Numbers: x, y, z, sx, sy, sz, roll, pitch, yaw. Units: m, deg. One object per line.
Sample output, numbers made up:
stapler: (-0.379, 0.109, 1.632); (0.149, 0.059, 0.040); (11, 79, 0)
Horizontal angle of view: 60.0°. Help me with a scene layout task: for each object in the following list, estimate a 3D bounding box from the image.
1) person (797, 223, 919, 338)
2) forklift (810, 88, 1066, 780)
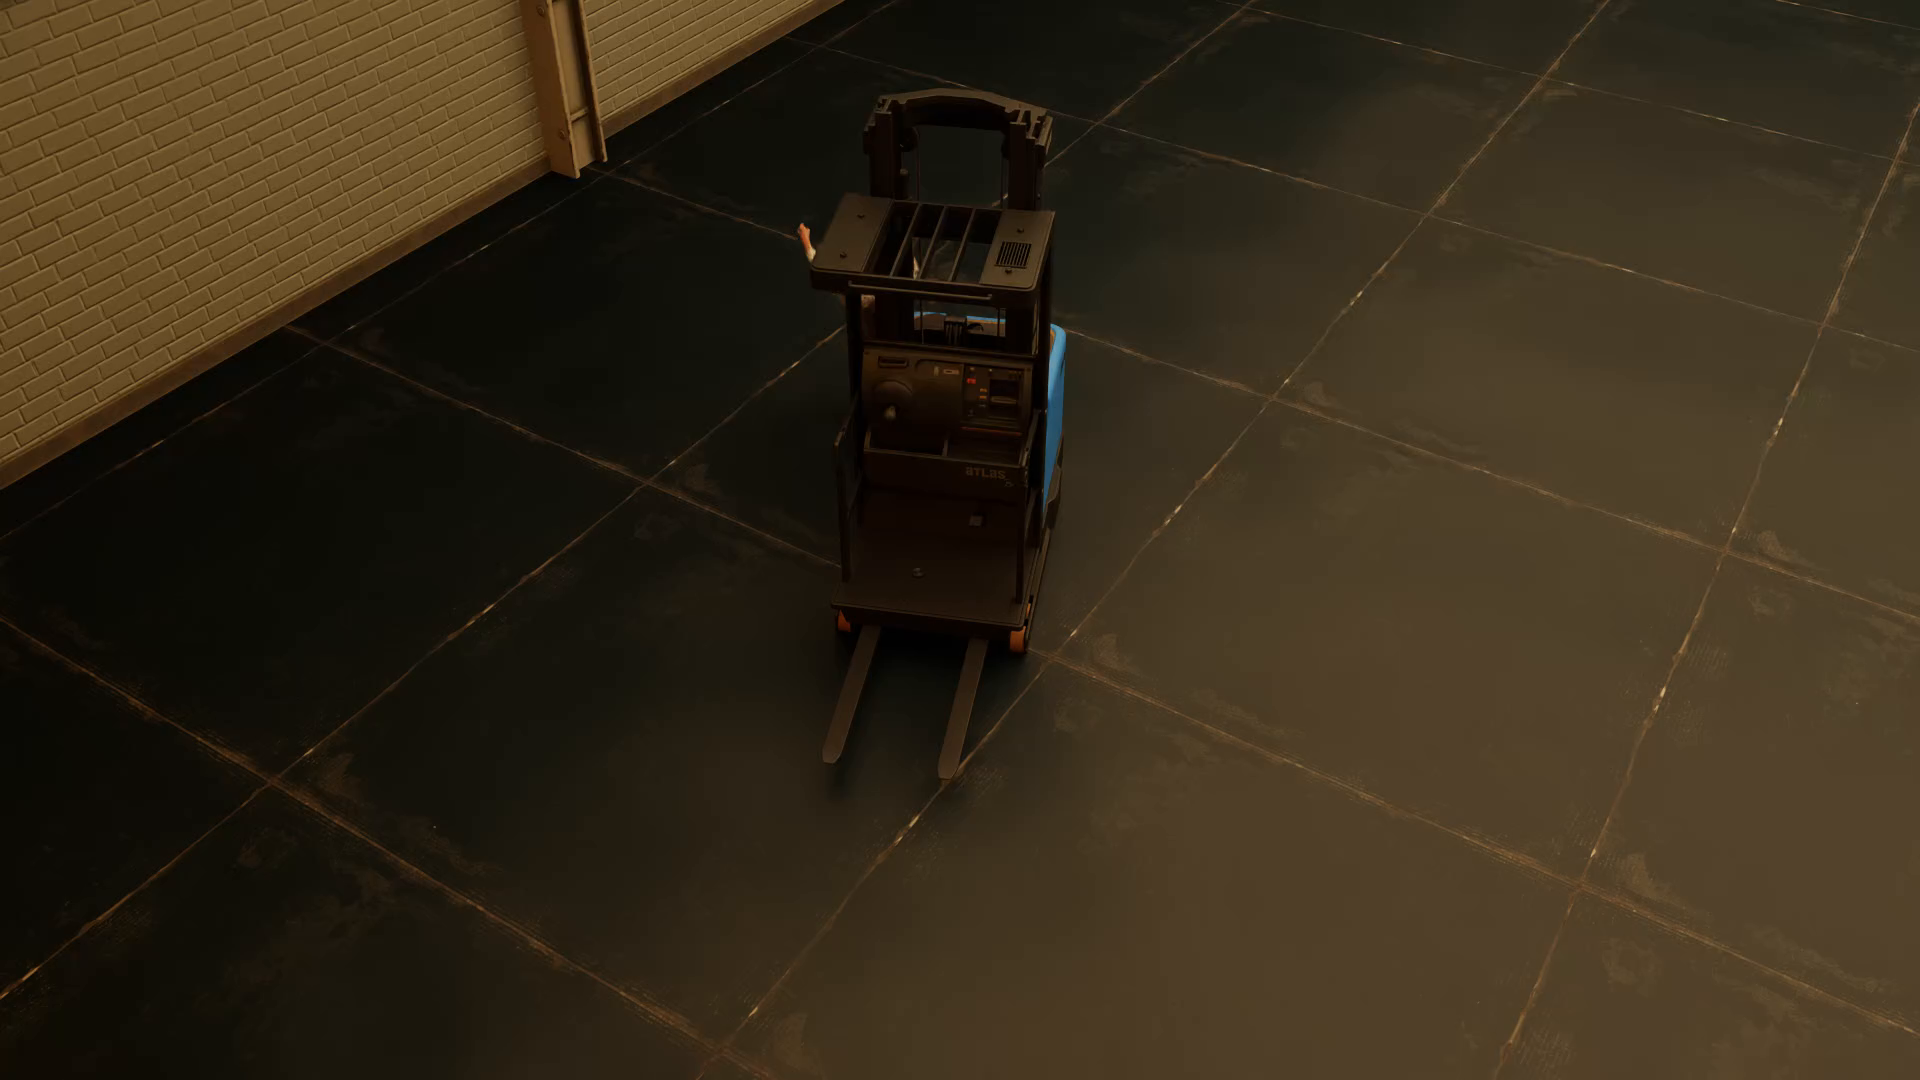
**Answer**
person: (-0.581, -1.496, 10.860); (0.737, 1.497, 0.947); (-30, 49, -31)
forklift: (-0.108, -0.731, 8.830); (1.130, 2.935, 3.031); (7, 41, 8)
